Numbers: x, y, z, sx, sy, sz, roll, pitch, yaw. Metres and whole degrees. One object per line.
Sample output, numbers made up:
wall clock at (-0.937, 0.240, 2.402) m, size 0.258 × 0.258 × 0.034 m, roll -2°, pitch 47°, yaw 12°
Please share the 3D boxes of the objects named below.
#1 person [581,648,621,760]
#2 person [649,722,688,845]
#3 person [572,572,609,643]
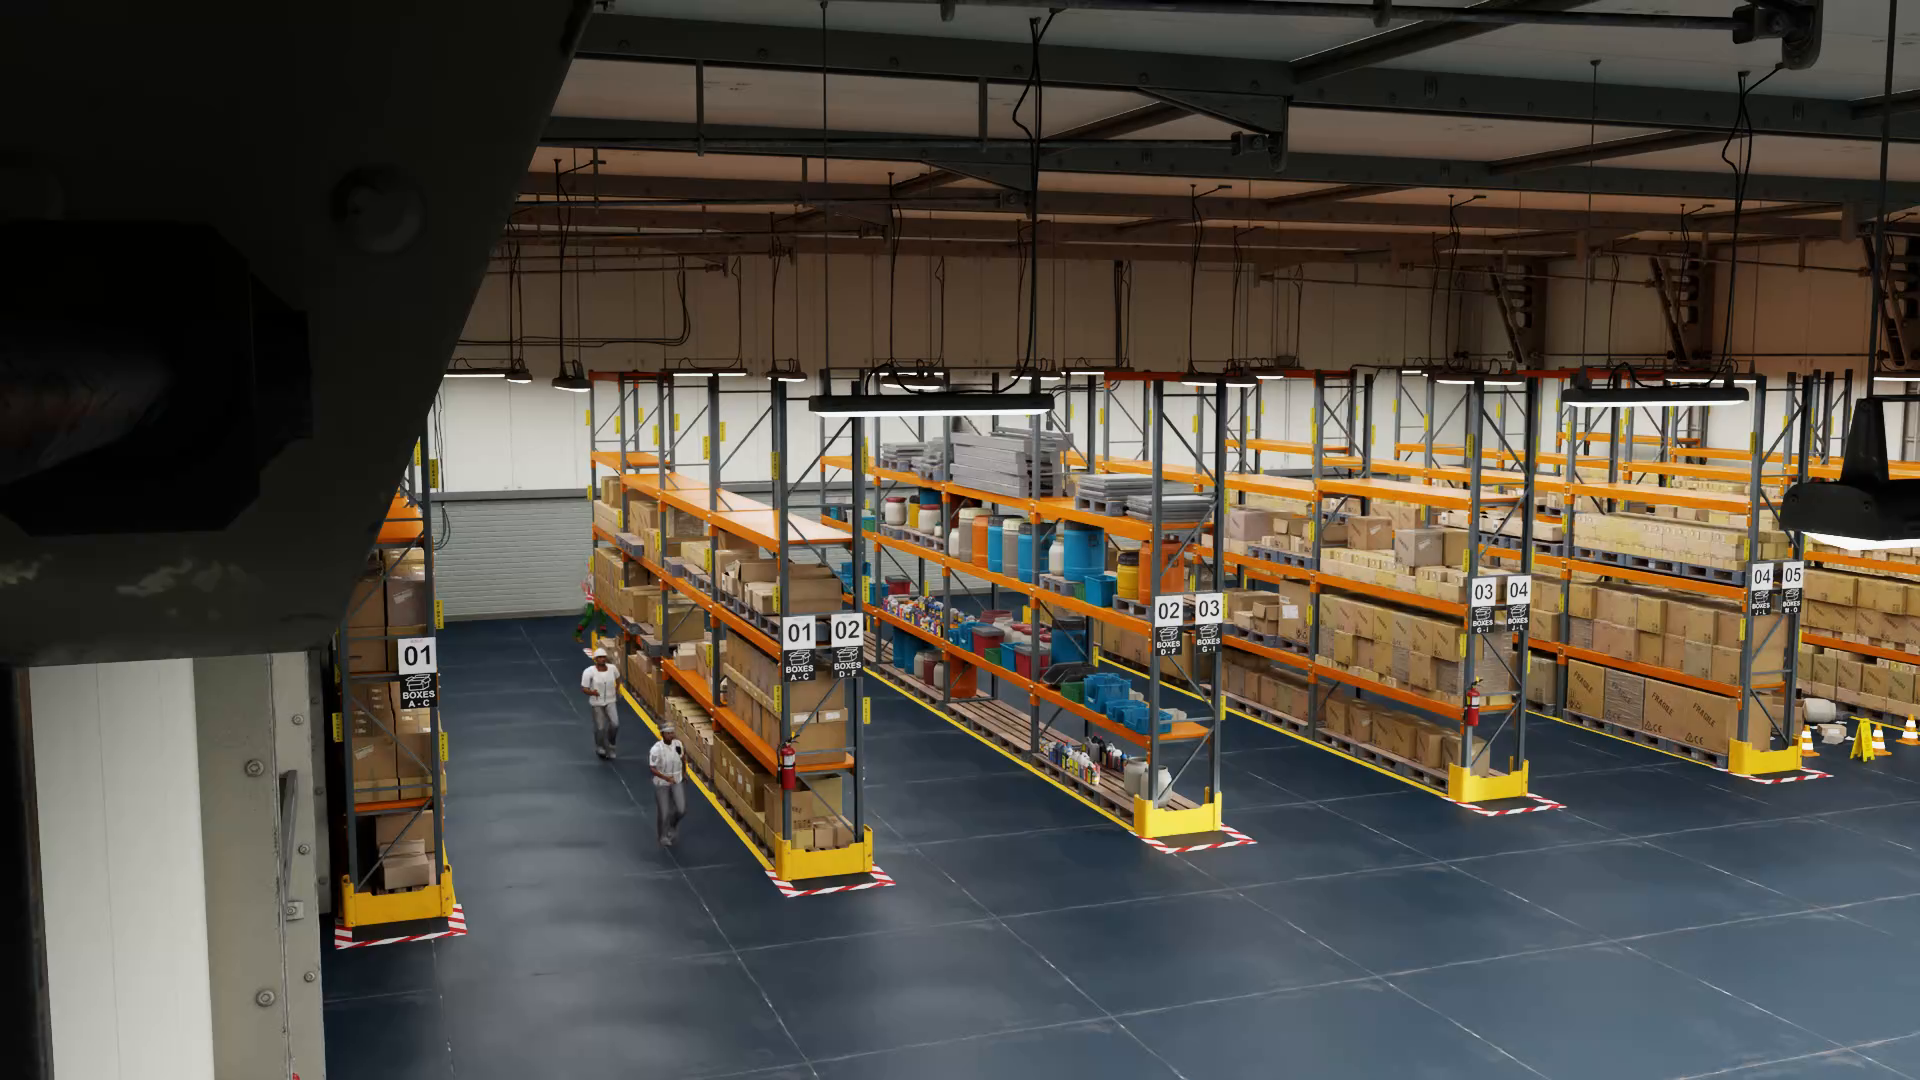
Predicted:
person at (-5.568, 2.569, 25.977) m, size 0.671 × 1.777 × 0.707 m, roll -3°, pitch 7°, yaw -25°
person at (-3.715, 3.128, 21.357) m, size 0.551 × 1.648 × 0.664 m, roll -4°, pitch 7°, yaw -31°
person at (-7.991, 1.390, 36.138) m, size 0.904 × 1.825 × 0.644 m, roll -1°, pitch 6°, yaw -6°
